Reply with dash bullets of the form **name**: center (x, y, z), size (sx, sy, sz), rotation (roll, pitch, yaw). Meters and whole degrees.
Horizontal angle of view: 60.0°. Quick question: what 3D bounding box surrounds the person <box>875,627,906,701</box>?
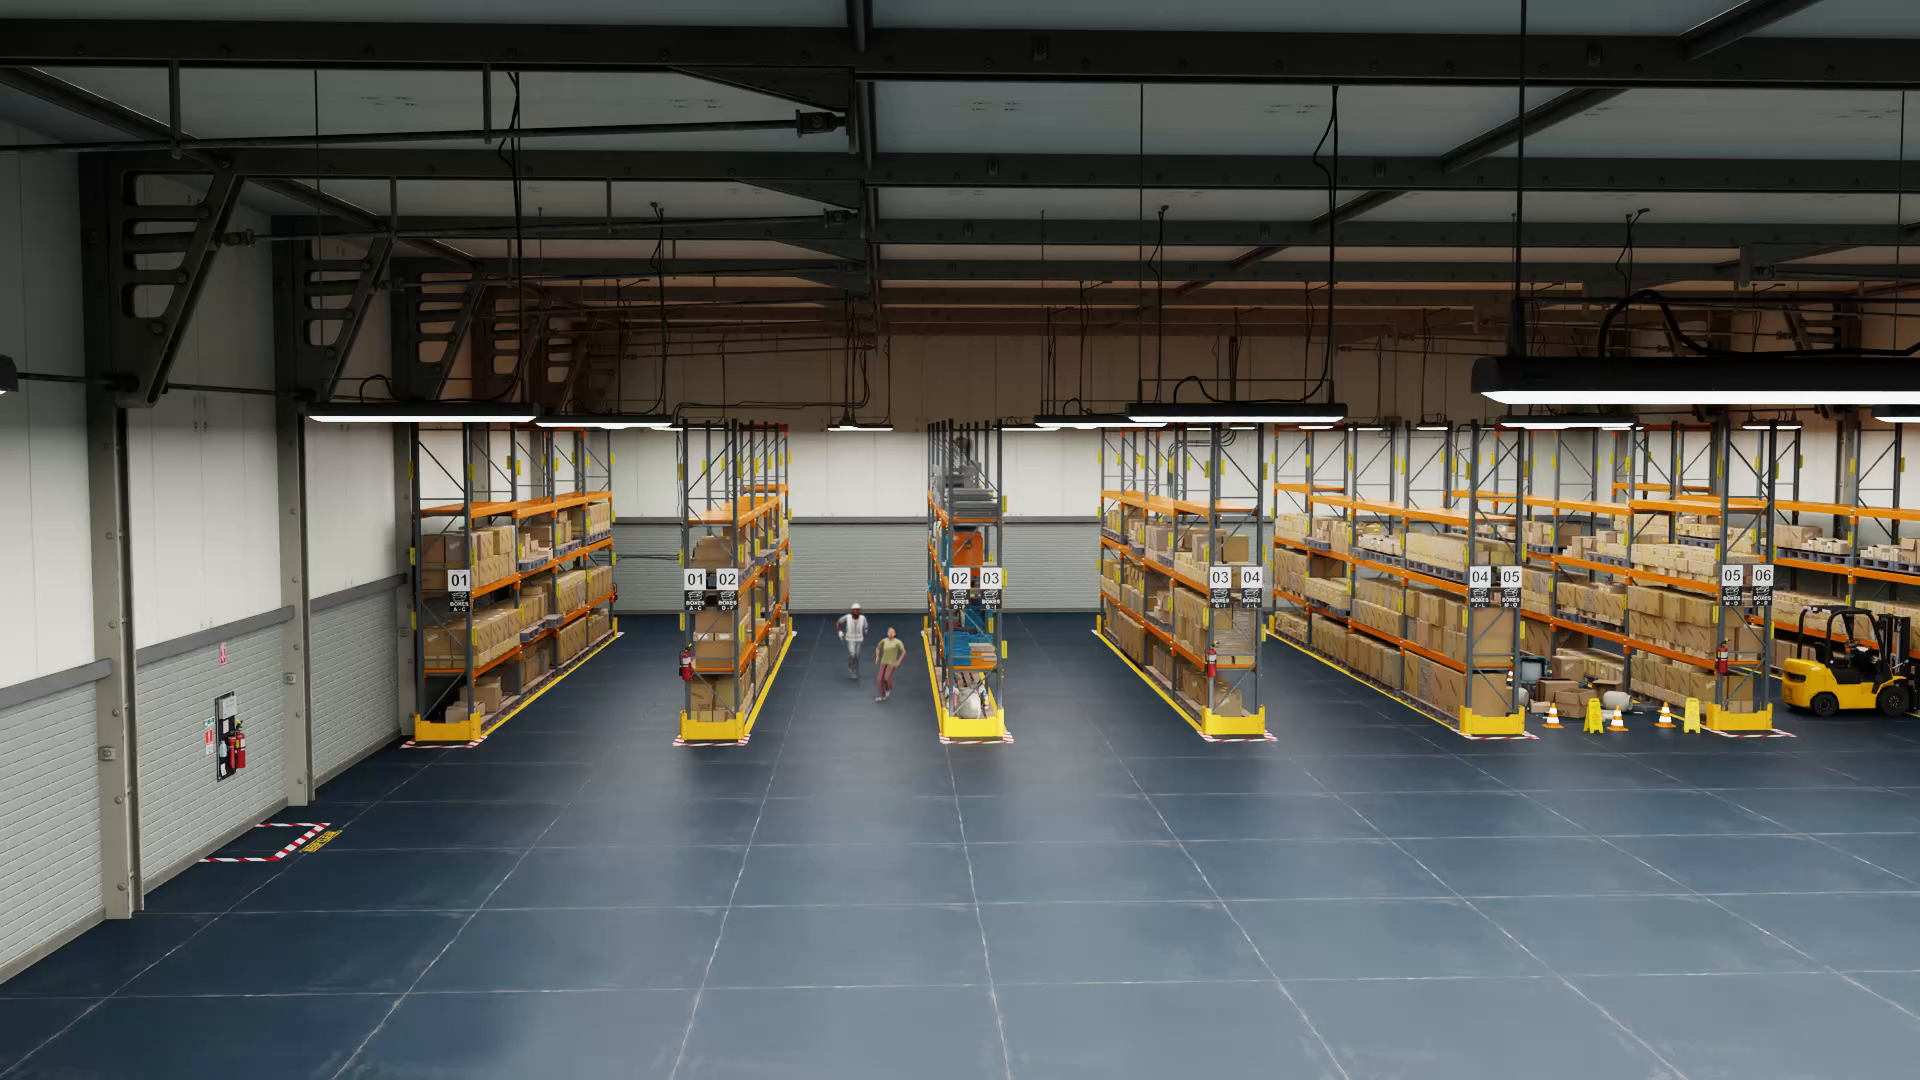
- **person**: center (-1.518, 2.648, 35.499), size (0.632, 1.608, 0.524), rotation (1, 4, 19)

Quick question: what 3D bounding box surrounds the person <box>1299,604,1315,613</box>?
- **person**: center (10.506, 1.653, 50.122), size (0.686, 1.750, 0.705), rotation (-2, 4, -24)

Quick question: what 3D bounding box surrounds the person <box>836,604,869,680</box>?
- **person**: center (-2.476, 2.365, 38.664), size (0.709, 1.775, 0.877), rotation (-1, 4, -18)

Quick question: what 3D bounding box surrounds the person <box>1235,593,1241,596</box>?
- **person**: center (7.807, 1.865, 47.905), size (0.651, 1.580, 0.708), rotation (2, 4, 24)
